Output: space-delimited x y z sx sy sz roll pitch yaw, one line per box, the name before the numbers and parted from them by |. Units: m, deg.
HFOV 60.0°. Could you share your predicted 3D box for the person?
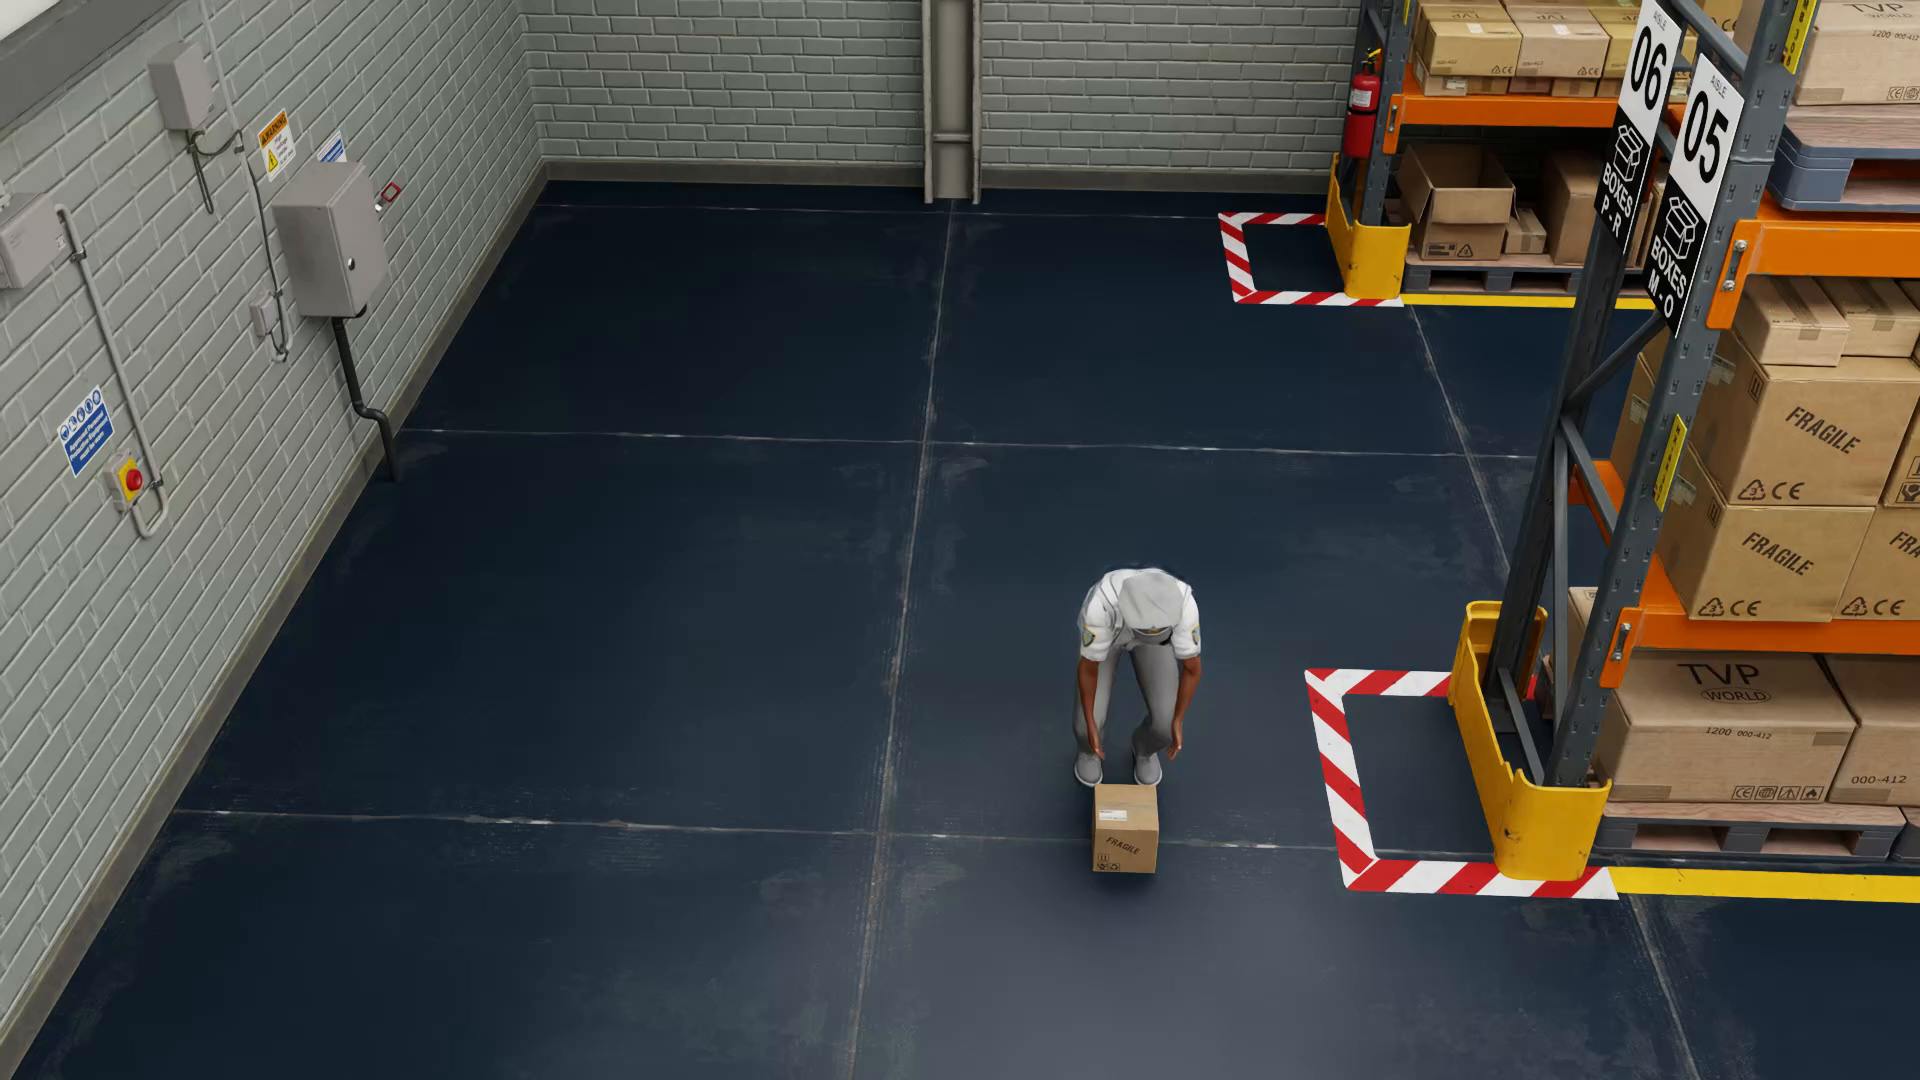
person | 0.716 0.525 6.751 0.499 1.246 0.781 1 36 2
